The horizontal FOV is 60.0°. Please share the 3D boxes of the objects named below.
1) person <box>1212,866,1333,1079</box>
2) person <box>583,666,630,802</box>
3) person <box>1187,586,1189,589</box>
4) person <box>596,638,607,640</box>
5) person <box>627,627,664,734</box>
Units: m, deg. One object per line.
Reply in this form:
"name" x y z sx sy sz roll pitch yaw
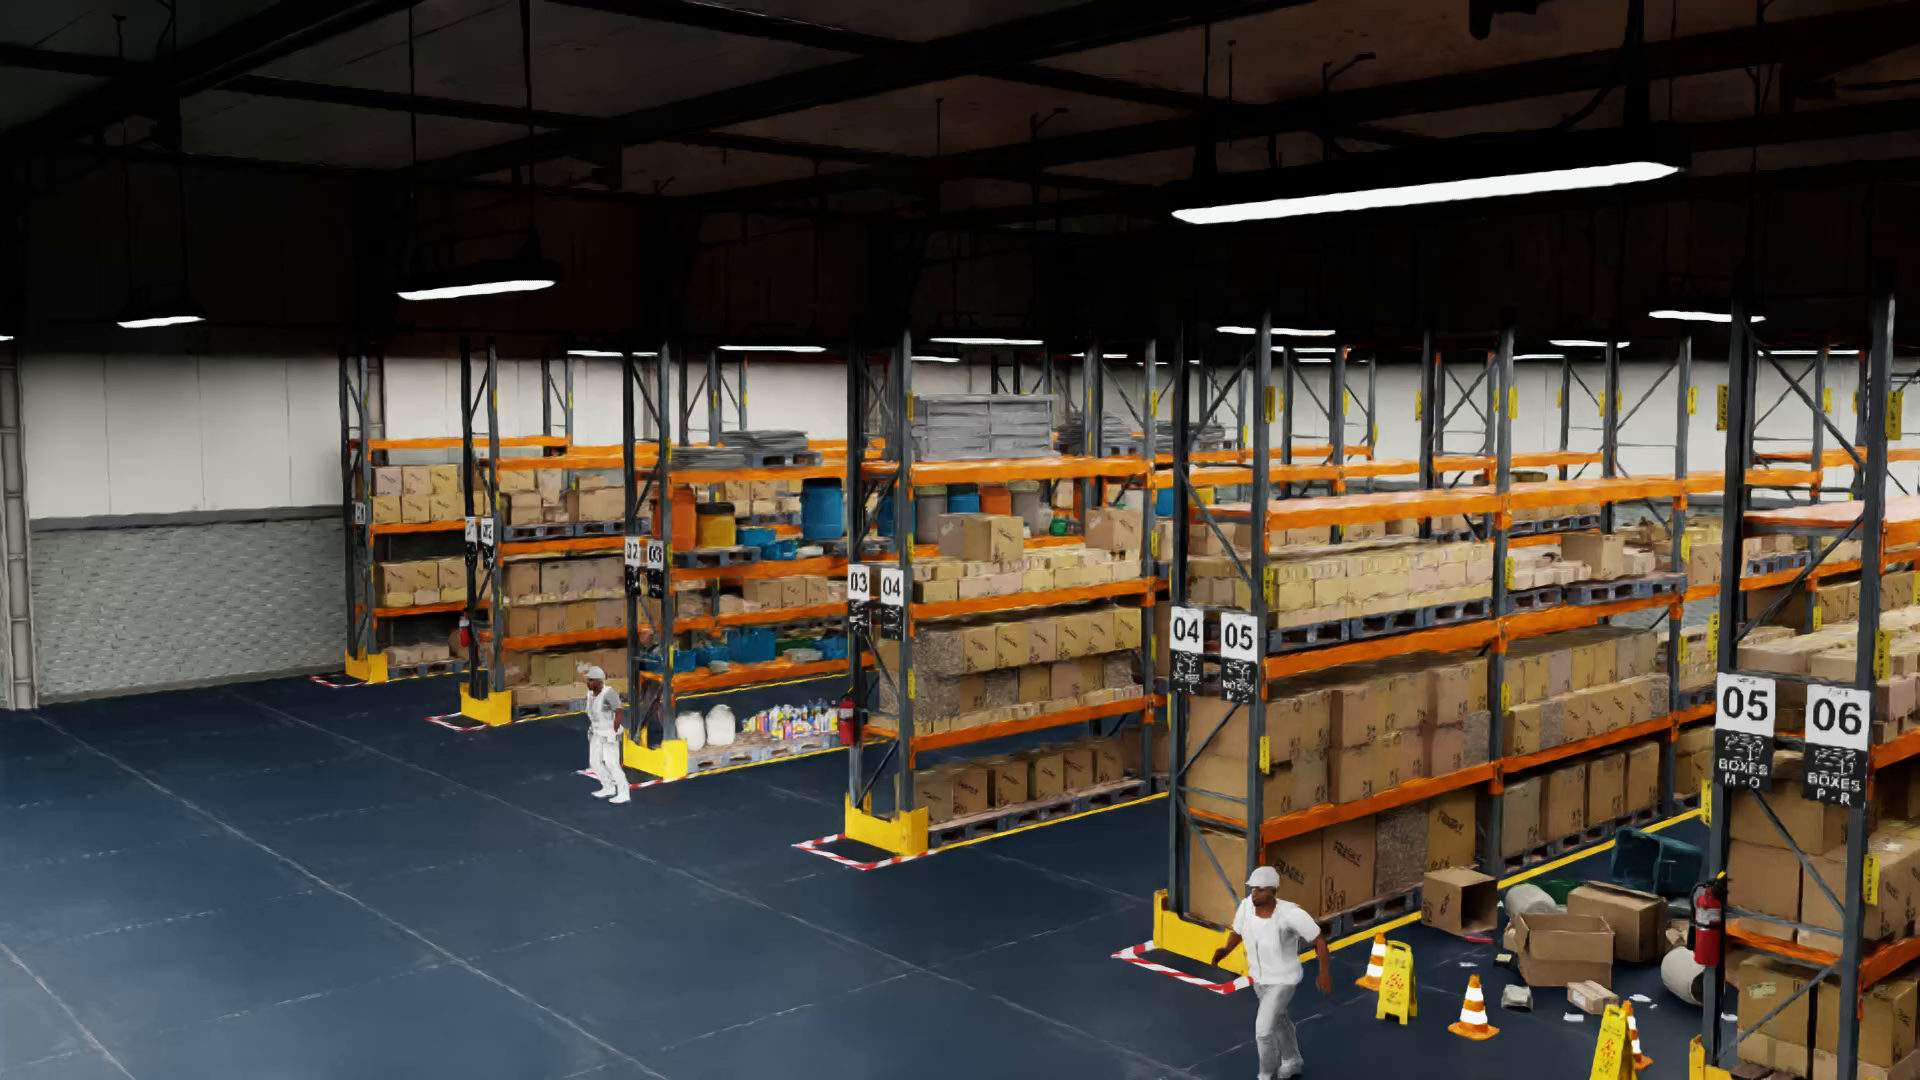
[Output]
"person" 2.305 3.220 12.252 0.856 1.697 0.734 -4 6 -36
"person" -4.478 2.436 20.921 0.549 1.735 0.689 -5 7 -43
"person" 5.378 0.864 38.776 0.625 1.658 0.500 1 5 7
"person" -6.696 1.484 31.155 0.522 1.756 0.654 2 6 22
"person" -4.637 2.117 24.694 0.538 1.664 1.029 4 7 40
